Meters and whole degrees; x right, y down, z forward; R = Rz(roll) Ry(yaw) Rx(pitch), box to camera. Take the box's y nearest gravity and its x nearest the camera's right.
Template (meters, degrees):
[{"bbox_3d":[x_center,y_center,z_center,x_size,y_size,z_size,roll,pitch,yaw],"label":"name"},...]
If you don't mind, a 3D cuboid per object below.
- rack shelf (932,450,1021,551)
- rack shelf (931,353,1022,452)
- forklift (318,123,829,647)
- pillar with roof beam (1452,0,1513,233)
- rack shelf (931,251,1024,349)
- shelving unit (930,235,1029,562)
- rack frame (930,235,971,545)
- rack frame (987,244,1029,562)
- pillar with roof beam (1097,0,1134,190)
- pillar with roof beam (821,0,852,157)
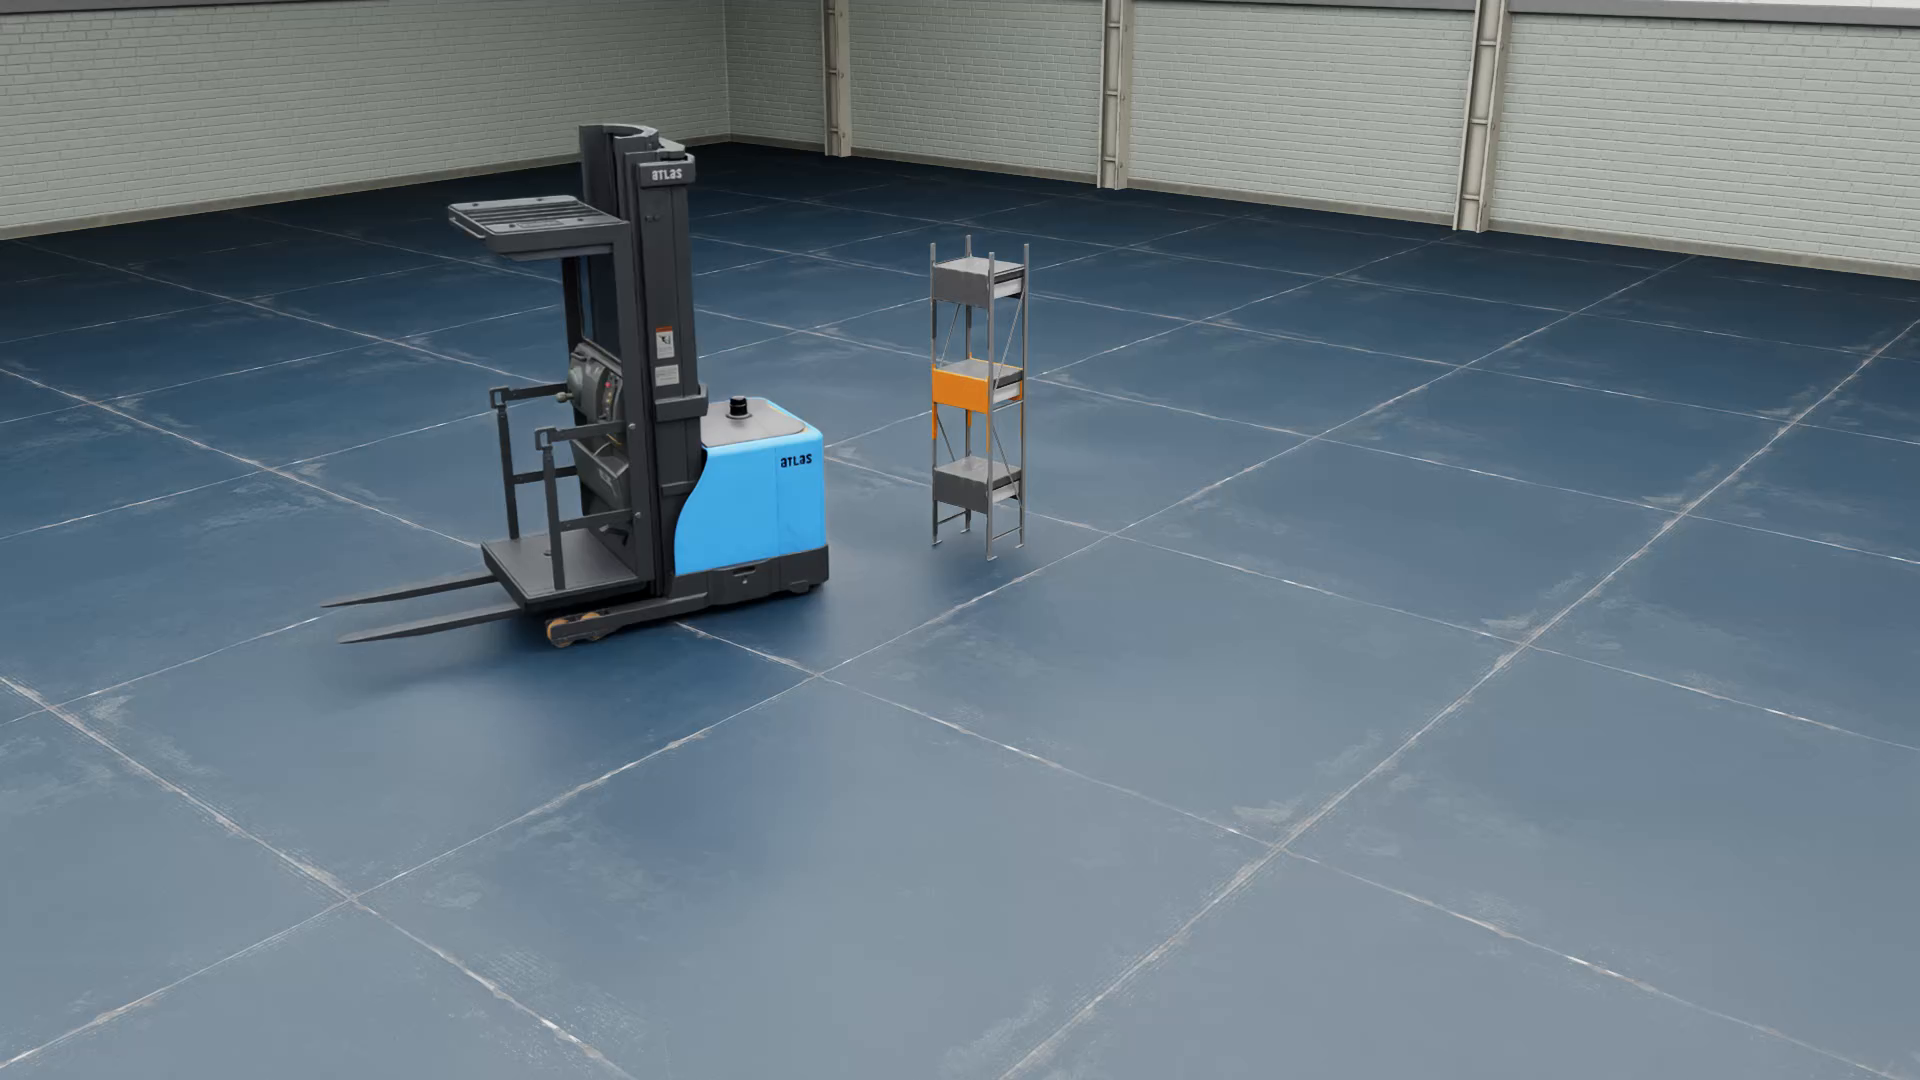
[{"bbox_3d":[0.128,-0.278,11.452,0.480,0.518,0.431,16,26,36],"label":"rack shelf"},{"bbox_3d":[0.128,-0.933,11.205,0.480,0.518,0.431,16,26,36],"label":"rack shelf"},{"bbox_3d":[-2.389,-0.942,10.012,3.031,2.935,1.130,-11,23,-27],"label":"forklift"},{"bbox_3d":[4.369,-7.346,18.394,0.400,9.000,9.100,16,26,36],"label":"pillar with roof beam"},{"bbox_3d":[0.128,-1.588,10.958,0.480,0.518,0.431,16,26,36],"label":"rack shelf"},{"bbox_3d":[0.128,-0.946,11.200,0.503,2.100,0.431,16,26,36],"label":"shelving unit"},{"bbox_3d":[-0.061,-1.000,11.344,0.015,2.100,0.400,16,26,36],"label":"rack frame"},{"bbox_3d":[0.317,-0.891,11.055,0.015,2.100,0.400,16,26,36],"label":"rack frame"},{"bbox_3d":[-0.280,-8.684,21.944,0.400,9.000,9.100,16,26,36],"label":"pillar with roof beam"},{"bbox_3d":[-4.928,-10.023,25.494,0.400,9.000,9.100,16,26,36],"label":"pillar with roof beam"}]
